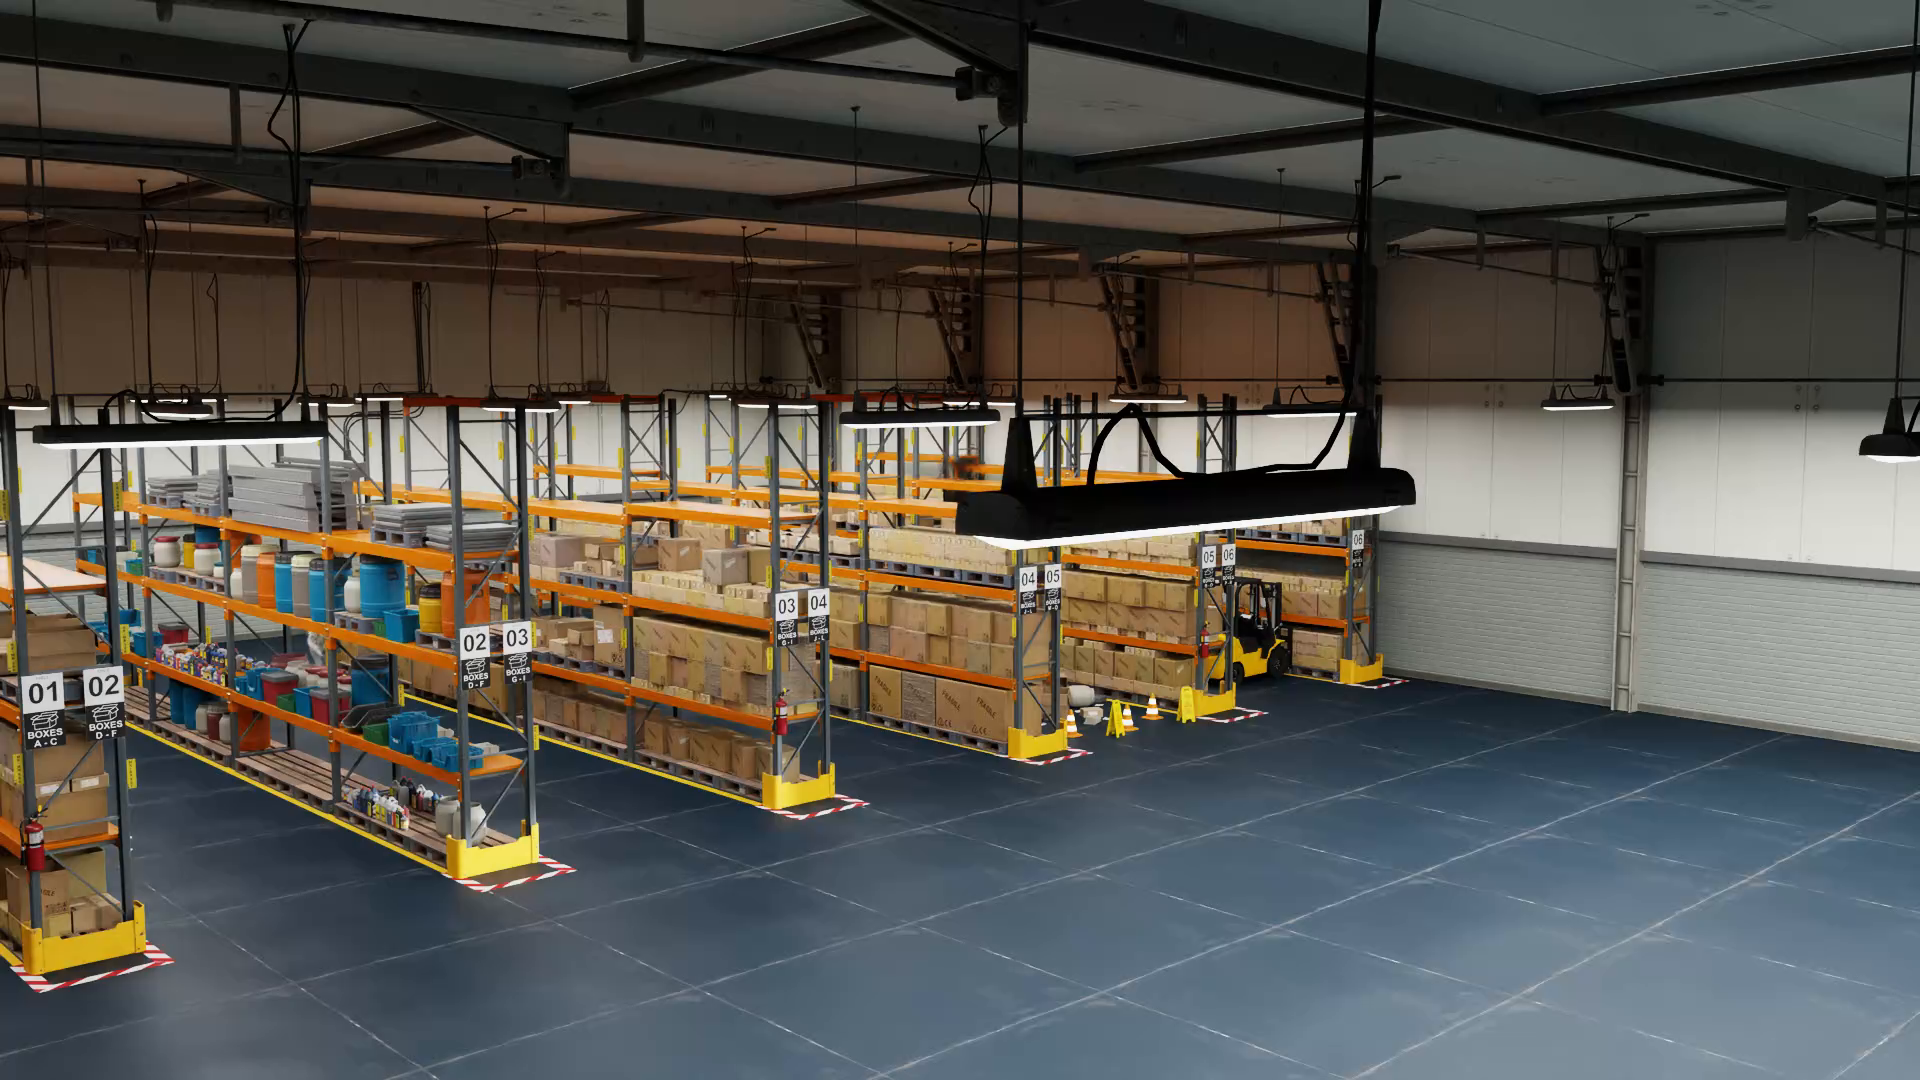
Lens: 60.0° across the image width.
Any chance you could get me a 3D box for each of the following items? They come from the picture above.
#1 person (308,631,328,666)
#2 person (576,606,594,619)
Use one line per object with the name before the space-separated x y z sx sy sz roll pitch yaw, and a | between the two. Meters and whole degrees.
person | -13.159 2.283 34.128 0.844 1.513 0.604 3 6 31
person | -9.647 1.340 42.673 0.672 1.704 0.908 3 6 25
